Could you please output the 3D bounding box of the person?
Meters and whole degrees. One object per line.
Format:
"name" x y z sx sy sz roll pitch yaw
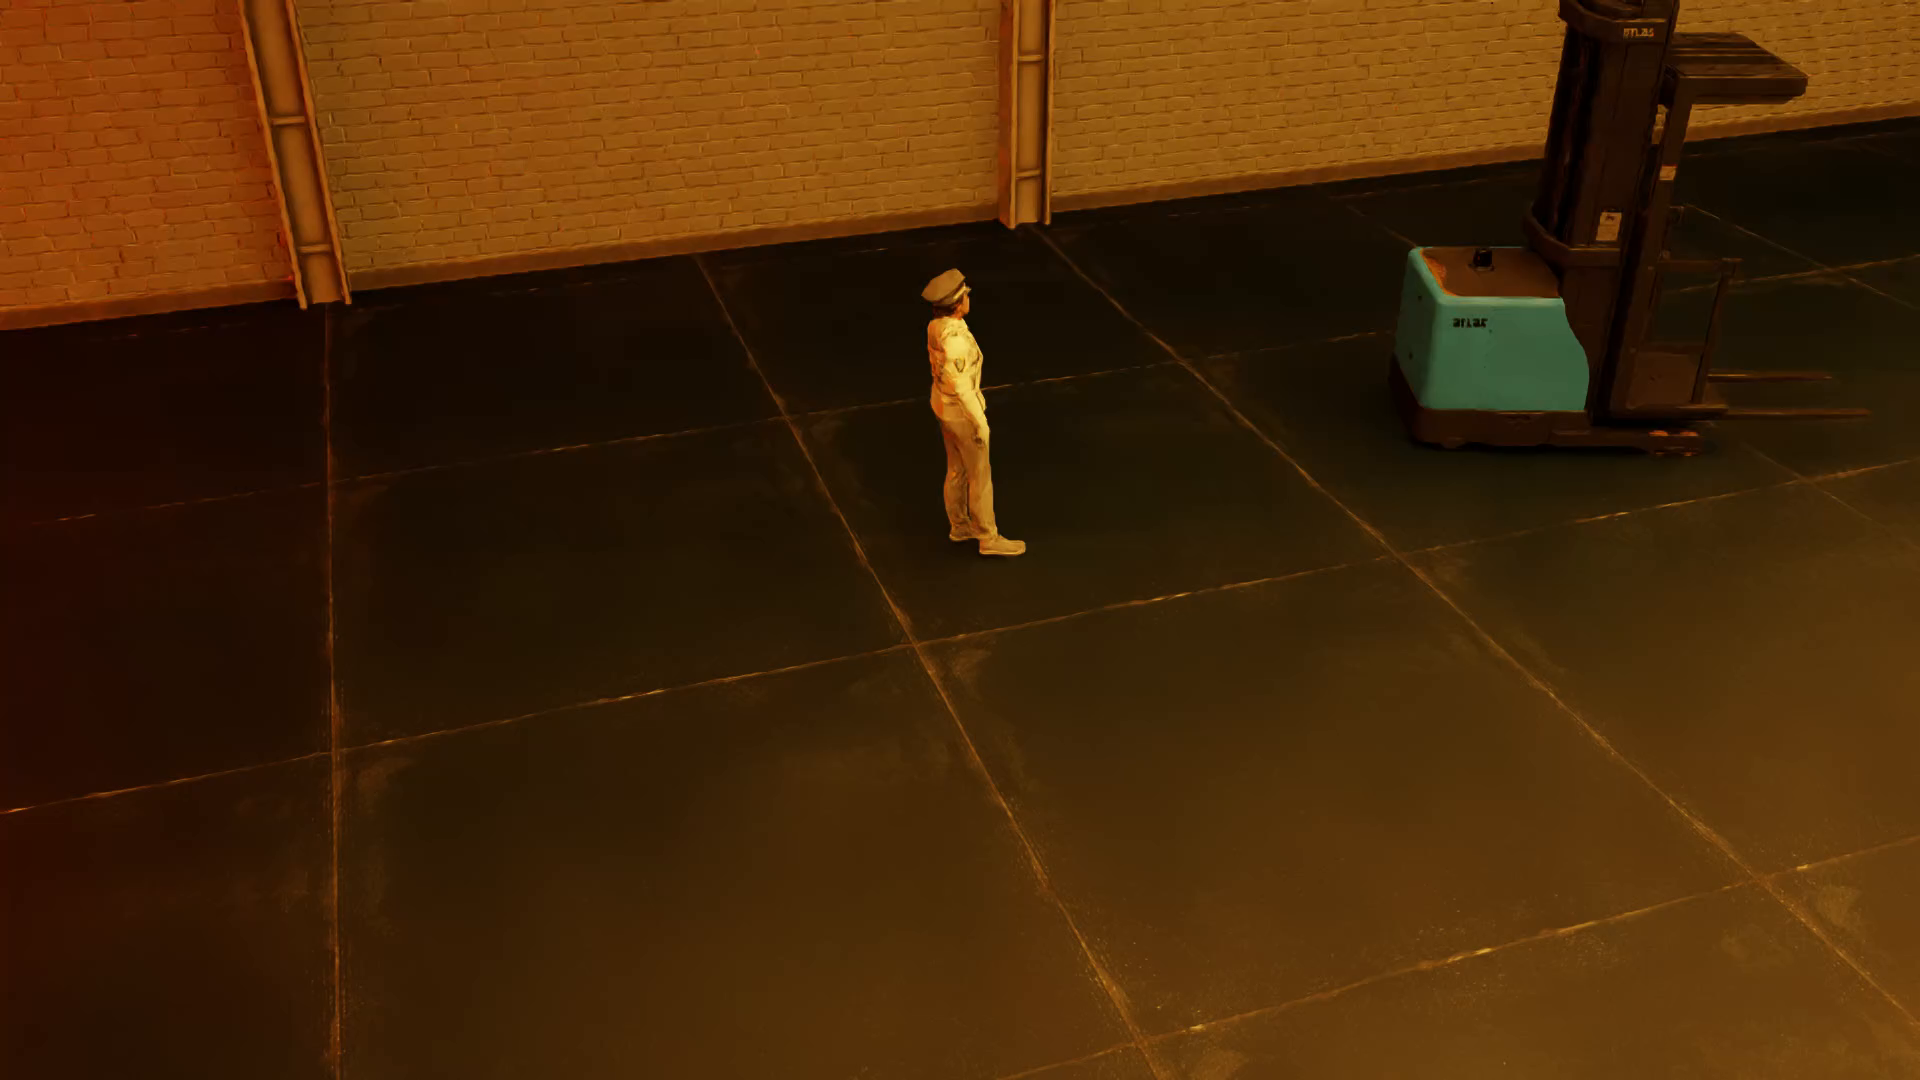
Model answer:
"person" 0.066 -0.749 9.613 0.533 1.695 0.586 -10 31 -16

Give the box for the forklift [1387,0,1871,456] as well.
"forklift" 4.544 -2.097 10.732 3.031 2.935 1.130 1 30 1
